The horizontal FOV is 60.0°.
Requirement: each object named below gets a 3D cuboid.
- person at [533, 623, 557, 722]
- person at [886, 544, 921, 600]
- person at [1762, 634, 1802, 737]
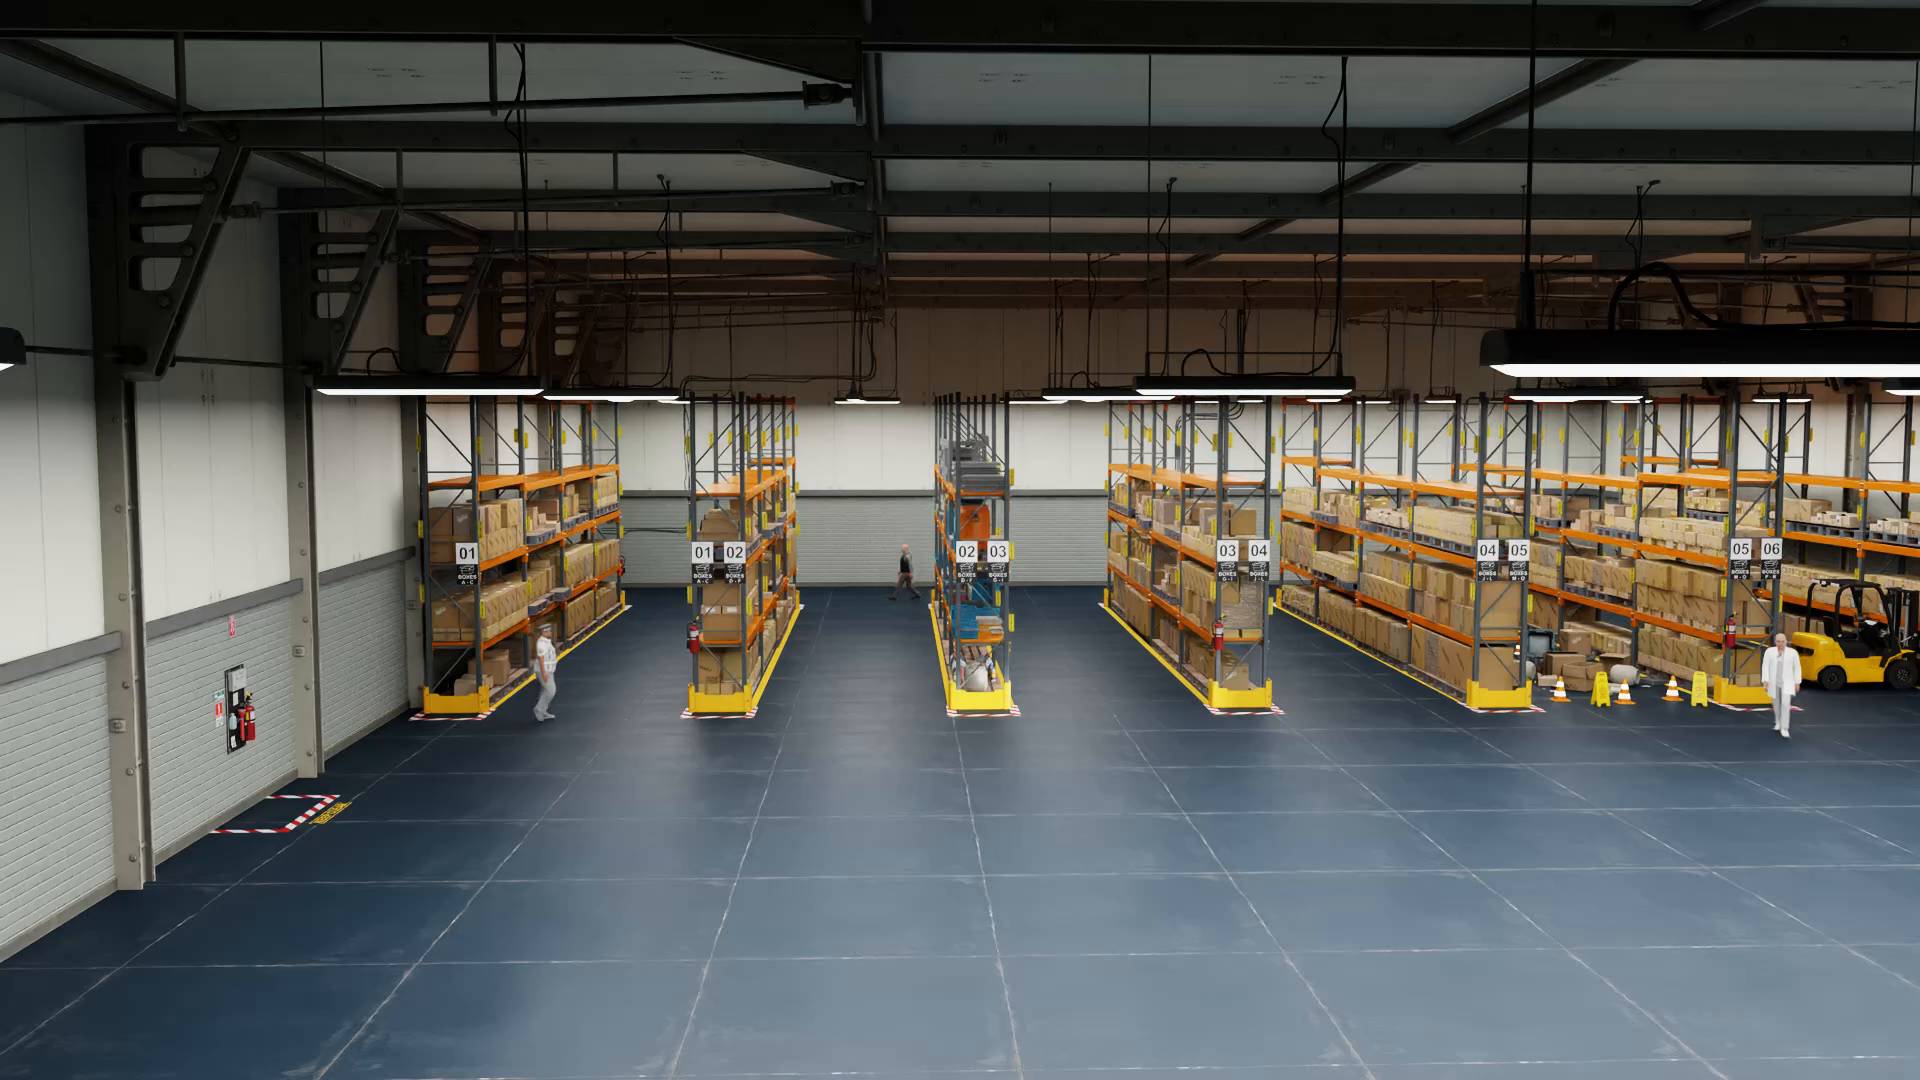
[{"bbox_3d":[-7.564,2.406,30.348,0.440,1.788,0.567,0,5,-1],"label":"person"},{"bbox_3d":[-1.673,0.957,49.202,1.054,1.655,0.512,0,5,-5],"label":"person"},{"bbox_3d":[14.319,2.503,29.027,0.611,1.738,1.022,4,6,39],"label":"person"}]
